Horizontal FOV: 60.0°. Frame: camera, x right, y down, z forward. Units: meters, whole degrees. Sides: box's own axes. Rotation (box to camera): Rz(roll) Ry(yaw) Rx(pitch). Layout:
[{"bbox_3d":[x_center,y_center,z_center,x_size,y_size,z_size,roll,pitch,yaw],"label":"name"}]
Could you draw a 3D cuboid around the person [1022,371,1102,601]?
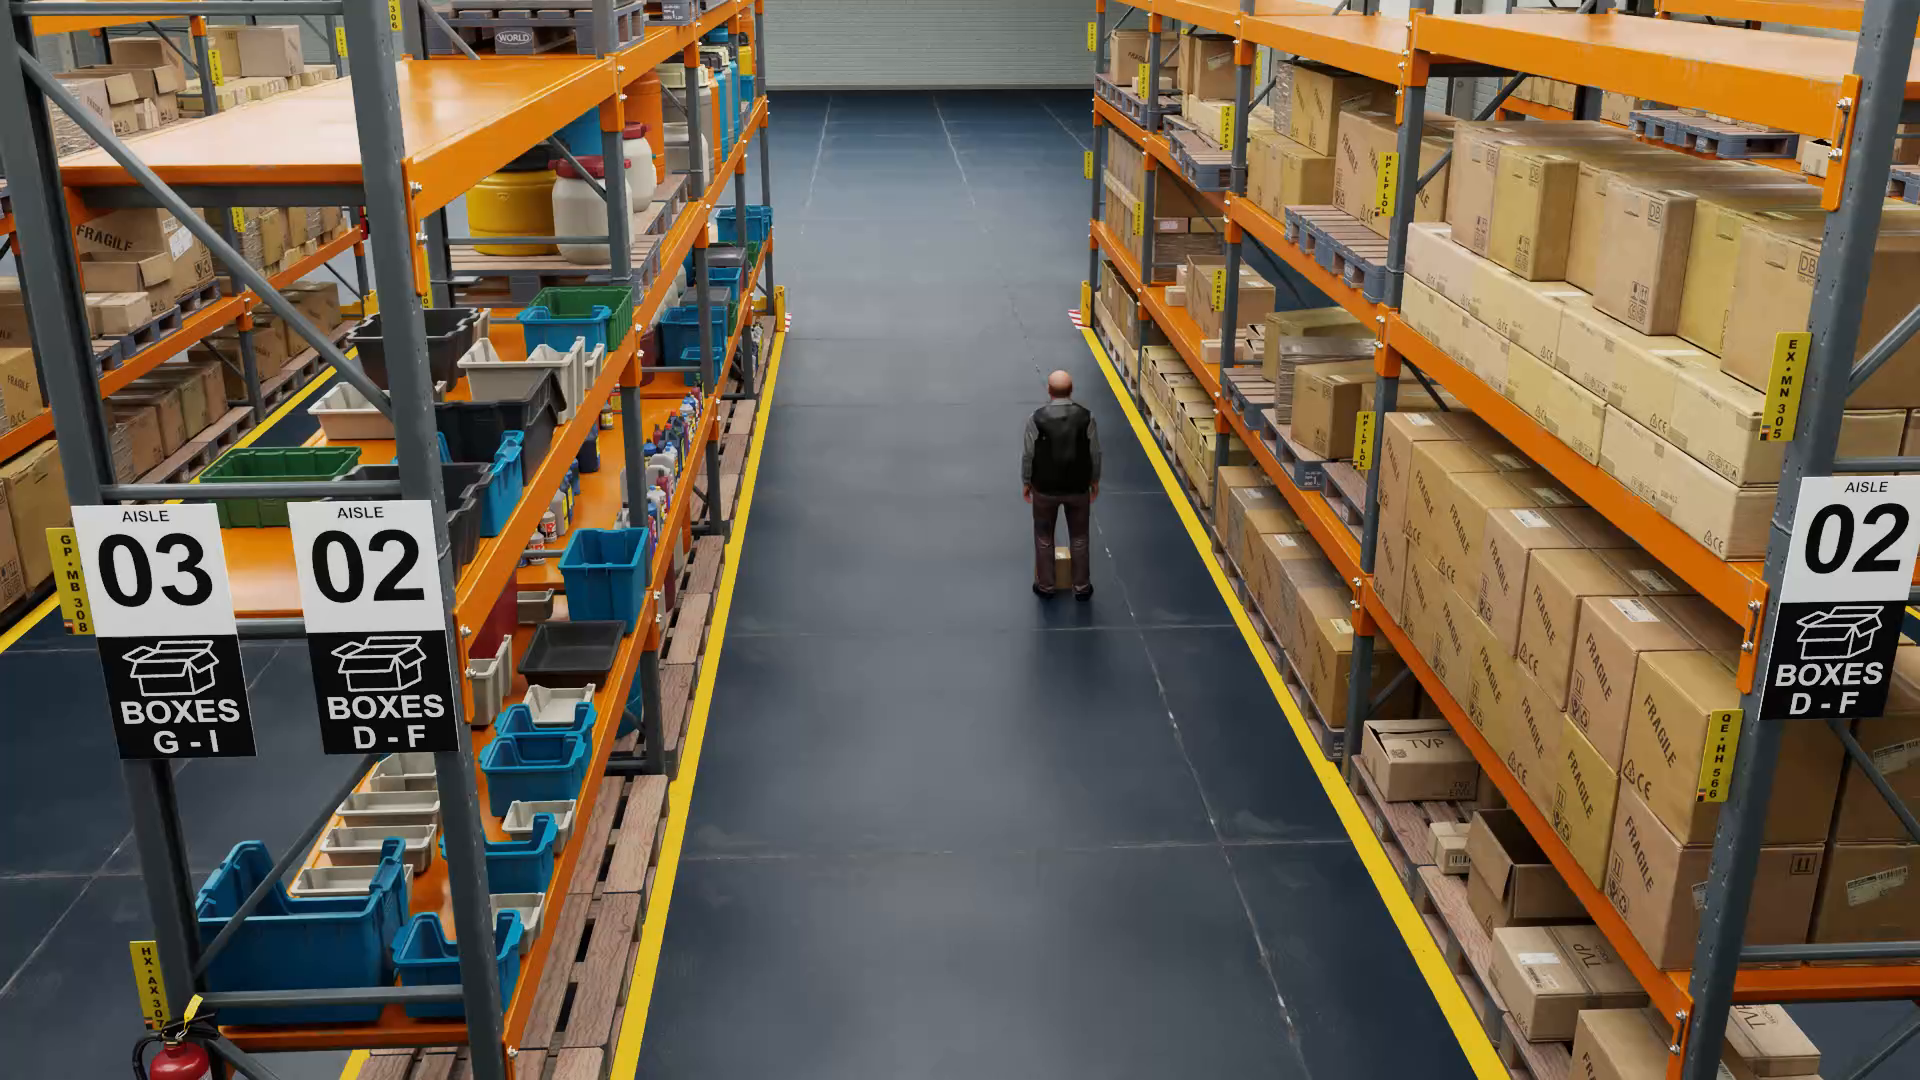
[{"bbox_3d":[0.737,-0.385,12.155,0.581,1.721,0.463,-1,20,-3],"label":"person"}]
